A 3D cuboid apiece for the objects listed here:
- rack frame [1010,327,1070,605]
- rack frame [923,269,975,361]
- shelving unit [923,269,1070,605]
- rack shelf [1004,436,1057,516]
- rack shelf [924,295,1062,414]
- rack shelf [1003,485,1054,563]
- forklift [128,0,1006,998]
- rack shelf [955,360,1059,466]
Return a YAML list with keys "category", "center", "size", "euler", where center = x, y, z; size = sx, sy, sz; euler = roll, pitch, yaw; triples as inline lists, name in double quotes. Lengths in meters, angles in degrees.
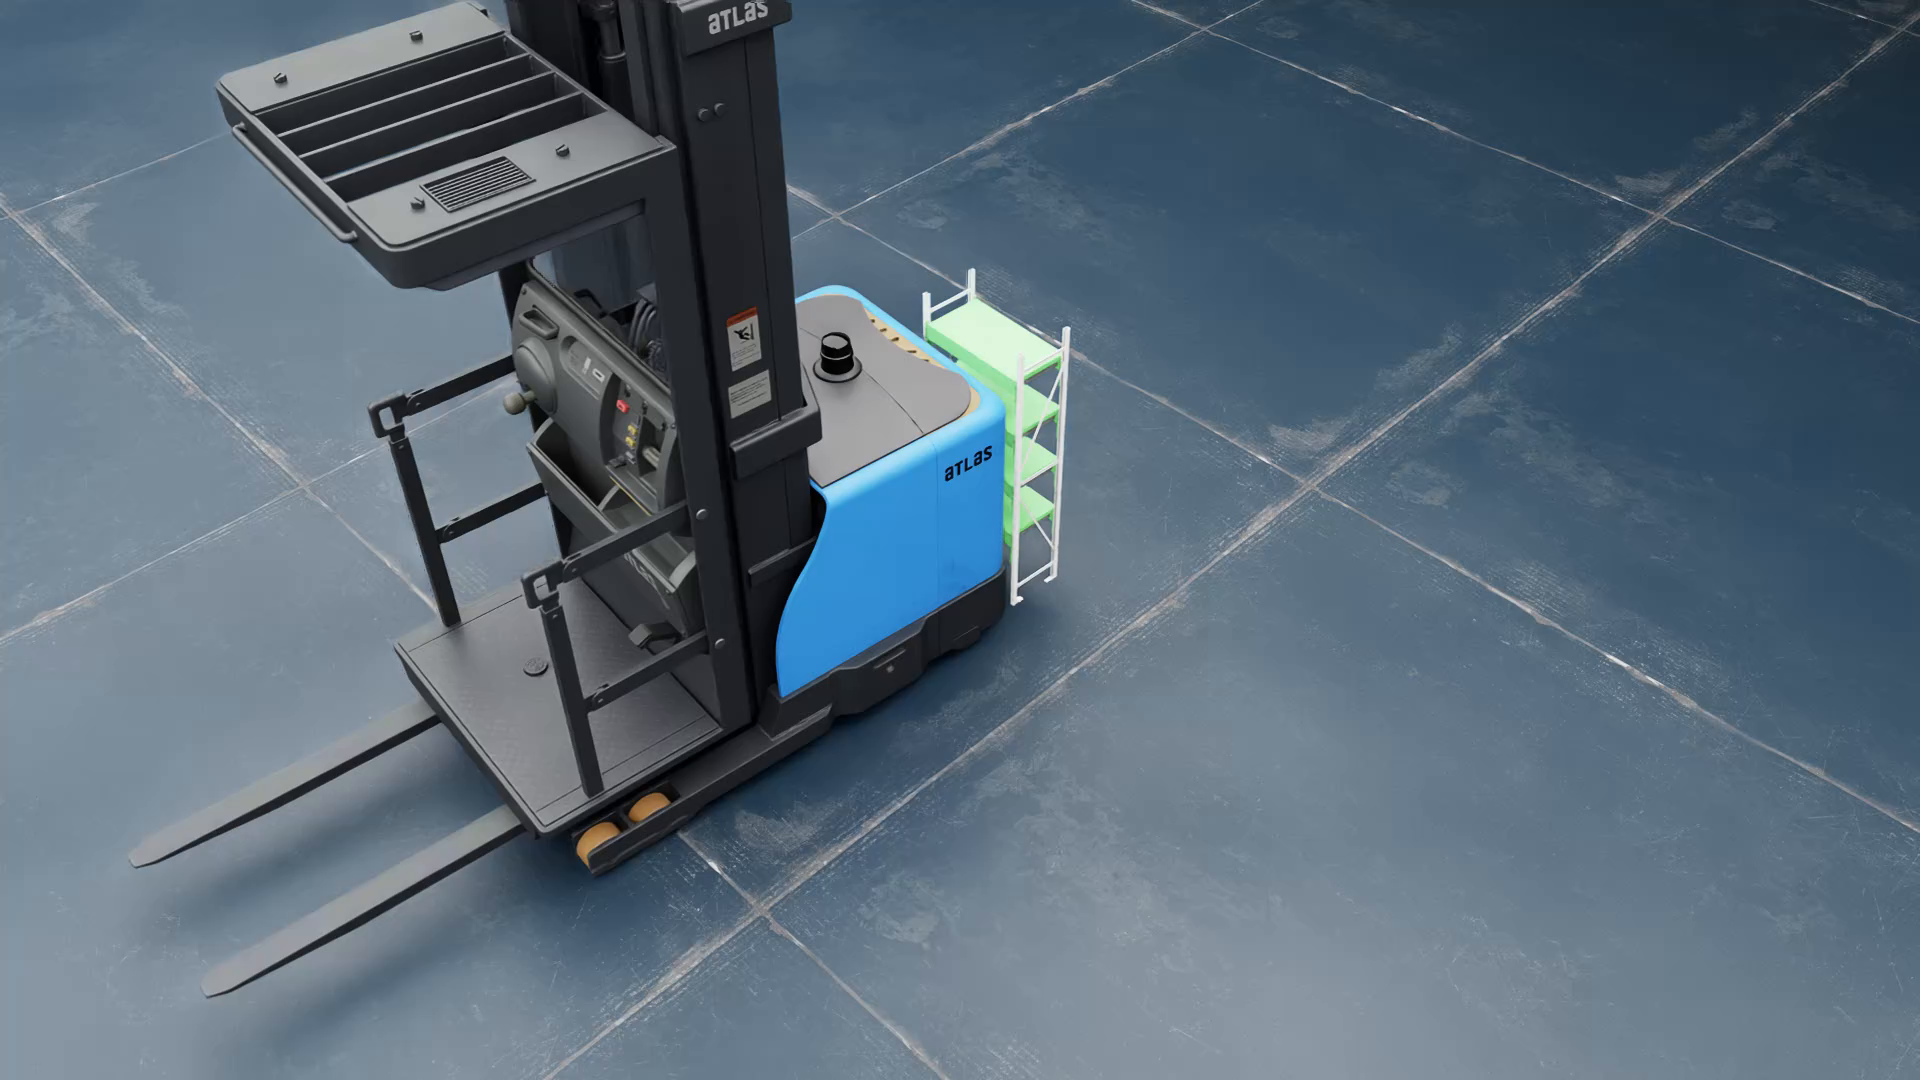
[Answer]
- category: "rack frame"
  center: [0.289, -0.244, 6.130]
  size: [0.240, 1.200, 0.015]
  euler: [-32, 51, -30]
- category: "rack frame"
  center: [-0.038, -0.489, 6.395]
  size: [0.240, 1.200, 0.015]
  euler: [-32, 51, -30]
- category: "shelving unit"
  center: [0.126, -0.366, 6.262]
  size: [0.258, 1.200, 0.503]
  euler: [-32, 51, -30]
- category: "rack shelf"
  center: [0.126, -0.319, 6.306]
  size: [0.258, 0.148, 0.480]
  euler: [-32, 51, -30]
- category: "rack shelf"
  center: [0.126, -0.672, 5.980]
  size: [0.258, 0.148, 0.480]
  euler: [-32, 51, -30]
- category: "rack shelf"
  center: [0.126, -0.143, 6.469]
  size: [0.258, 0.148, 0.480]
  euler: [-32, 51, -30]
- category: "forklift"
  center: [-1.286, -0.378, 4.999]
  size: [3.031, 2.935, 1.130]
  euler: [-29, 50, -28]
- category: "rack shelf"
  center: [0.126, -0.496, 6.143]
  size: [0.258, 0.148, 0.480]
  euler: [-32, 51, -30]
